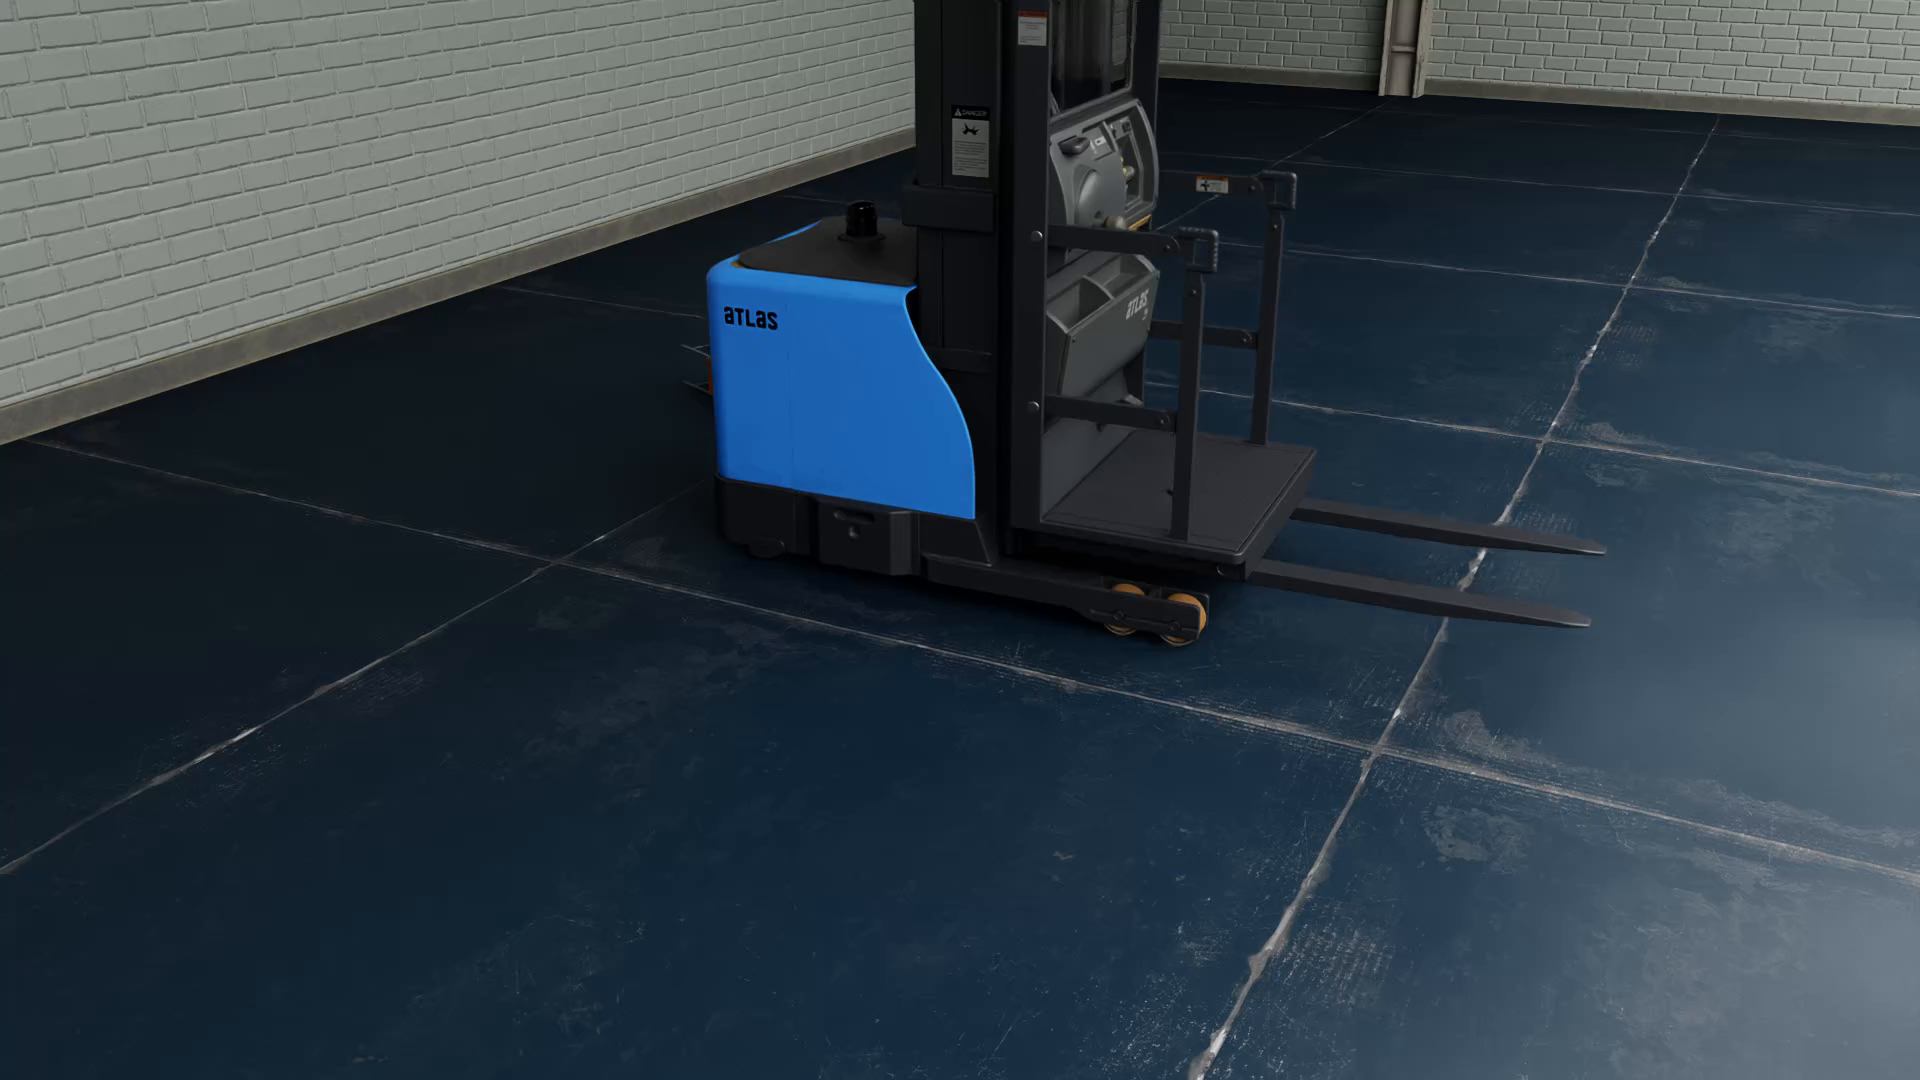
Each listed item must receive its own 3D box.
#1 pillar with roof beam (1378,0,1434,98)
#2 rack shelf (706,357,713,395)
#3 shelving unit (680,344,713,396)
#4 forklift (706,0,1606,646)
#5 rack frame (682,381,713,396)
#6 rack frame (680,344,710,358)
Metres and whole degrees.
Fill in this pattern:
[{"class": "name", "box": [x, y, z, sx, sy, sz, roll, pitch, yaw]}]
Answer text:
[{"class": "pillar with roof beam", "box": [2.536, -7.161, 11.590, 0.400, 9.000, 9.100, 11, 25, 25]}, {"class": "rack shelf", "box": [-1.065, -0.793, 7.866, 0.258, 0.180, 0.103, -19, 29, -37]}, {"class": "shelving unit", "box": [-0.858, -0.699, 7.647, 0.258, 0.189, 1.200, -19, 29, -37]}, {"class": "forklift", "box": [0.666, -1.240, 5.421, 3.031, 2.935, 1.130, 10, 25, 22]}, {"class": "rack frame", "box": [-0.858, -0.615, 7.683, 0.240, 0.006, 1.200, -19, 29, -37]}, {"class": "rack frame", "box": [-0.858, -0.783, 7.611, 0.240, 0.006, 1.200, -19, 29, -37]}]
